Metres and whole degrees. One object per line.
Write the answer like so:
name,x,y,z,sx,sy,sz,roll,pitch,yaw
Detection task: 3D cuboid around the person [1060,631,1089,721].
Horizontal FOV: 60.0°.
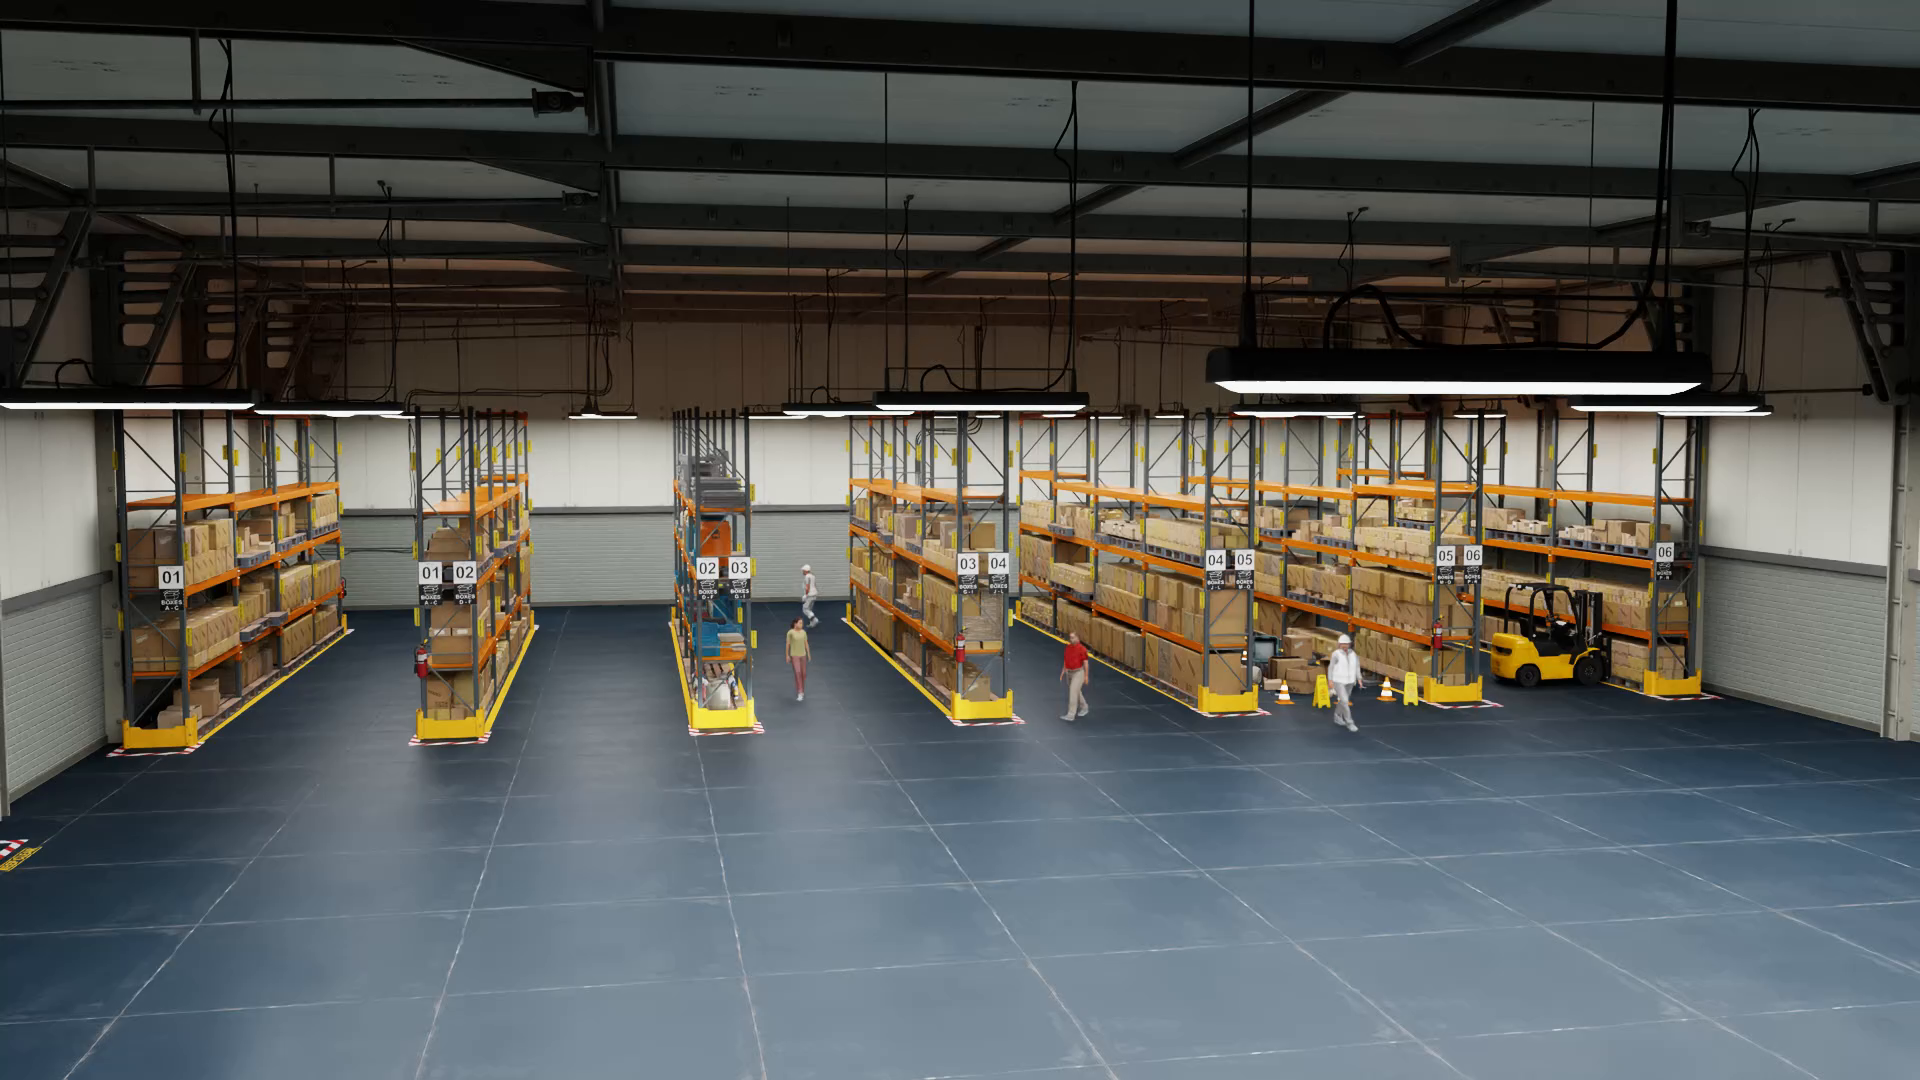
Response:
person,2.207,2.601,32.004,0.887,1.705,0.529,-3,5,-34

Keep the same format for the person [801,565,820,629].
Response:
person,-4.141,1.572,46.195,0.607,1.757,0.653,1,4,16

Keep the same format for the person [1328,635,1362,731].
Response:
person,7.190,2.629,30.938,0.568,1.733,0.921,-1,4,-20

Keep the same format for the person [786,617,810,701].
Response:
person,-3.297,2.448,34.474,0.465,1.687,0.690,-3,5,-33

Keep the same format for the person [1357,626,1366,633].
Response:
person,10.817,1.665,44.696,0.616,1.767,0.467,-4,6,-45
